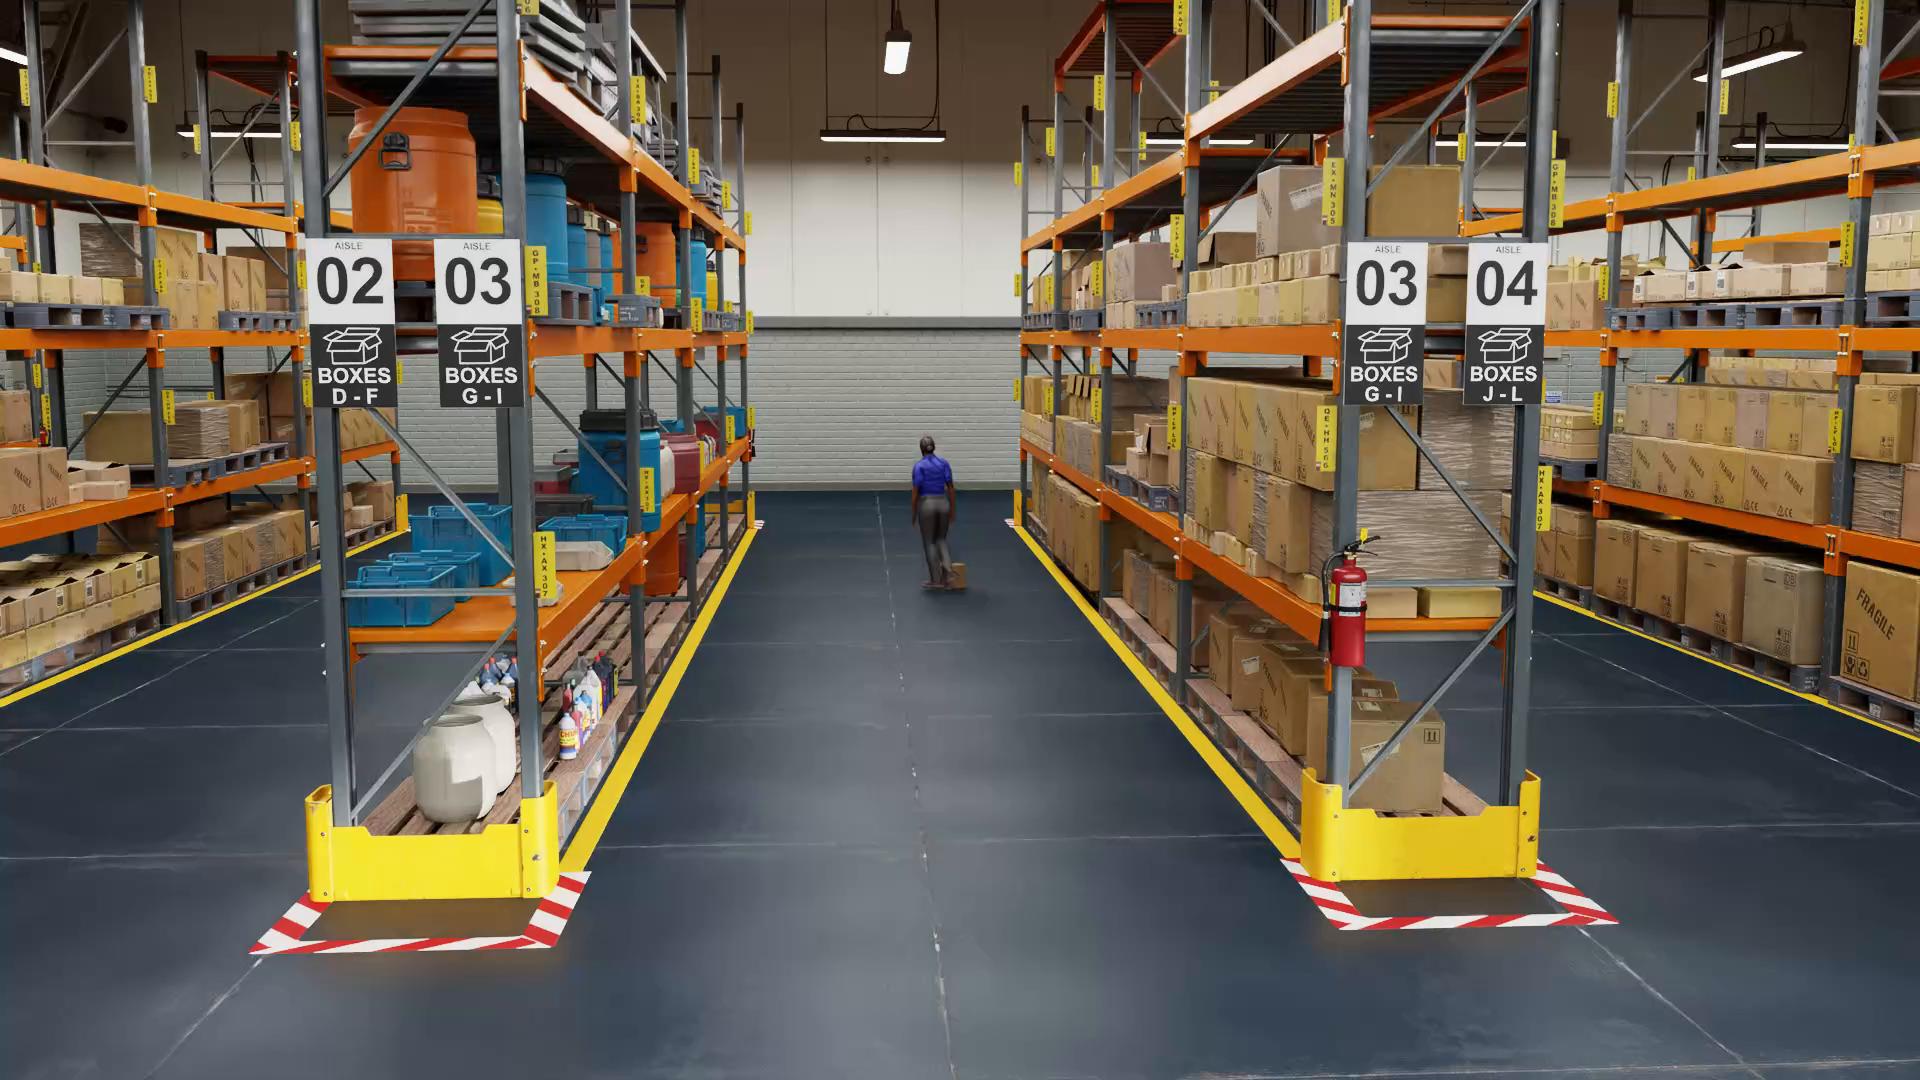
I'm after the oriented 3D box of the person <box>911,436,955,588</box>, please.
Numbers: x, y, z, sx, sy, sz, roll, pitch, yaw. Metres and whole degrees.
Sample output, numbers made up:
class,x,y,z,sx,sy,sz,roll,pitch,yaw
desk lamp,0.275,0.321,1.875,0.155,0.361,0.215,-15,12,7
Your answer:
class,x,y,z,sx,sy,sz,roll,pitch,yaw
person,-0.280,-0.297,18.072,0.475,1.660,0.438,-4,8,-29
